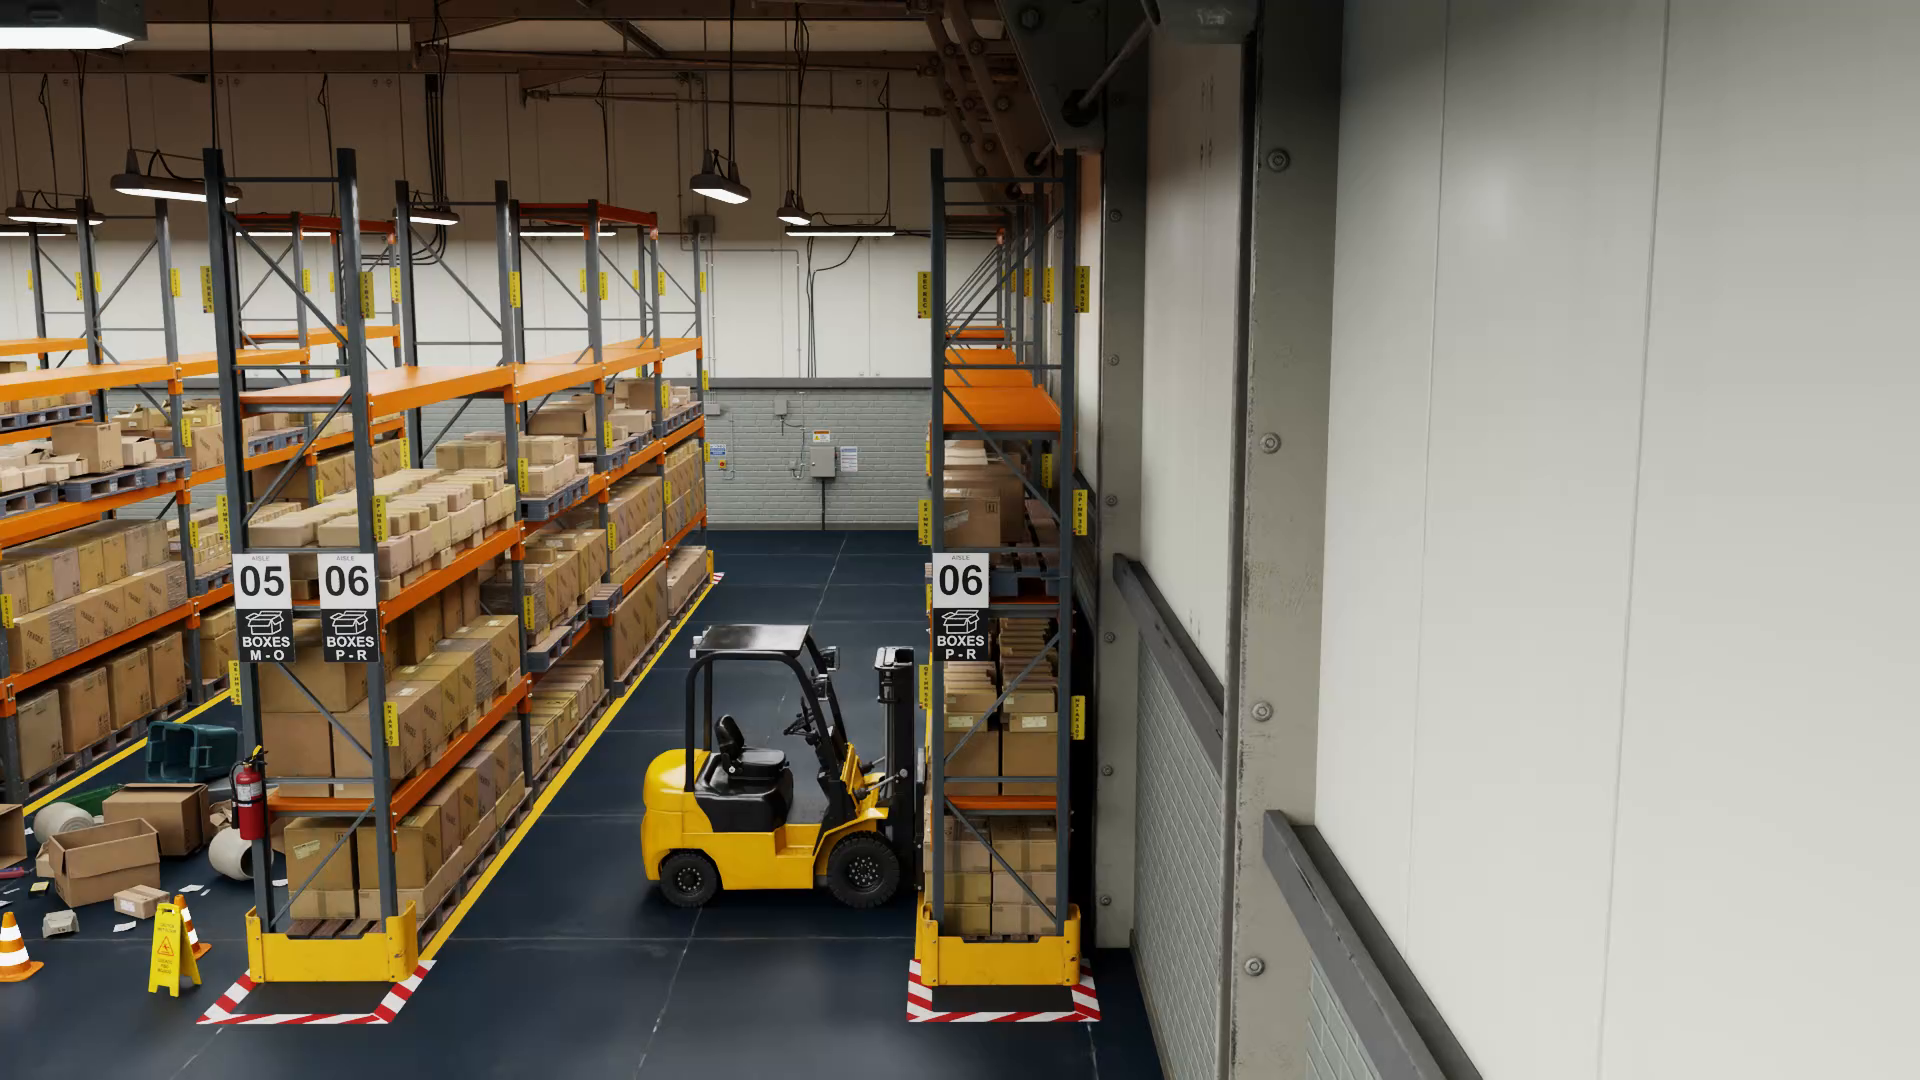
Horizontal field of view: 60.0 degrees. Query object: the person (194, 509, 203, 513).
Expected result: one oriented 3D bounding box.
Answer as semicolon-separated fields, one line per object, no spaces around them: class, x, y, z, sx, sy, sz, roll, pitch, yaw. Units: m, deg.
person;-11.472;0.327;25.273;0.603;1.625;0.668;0;9;2
